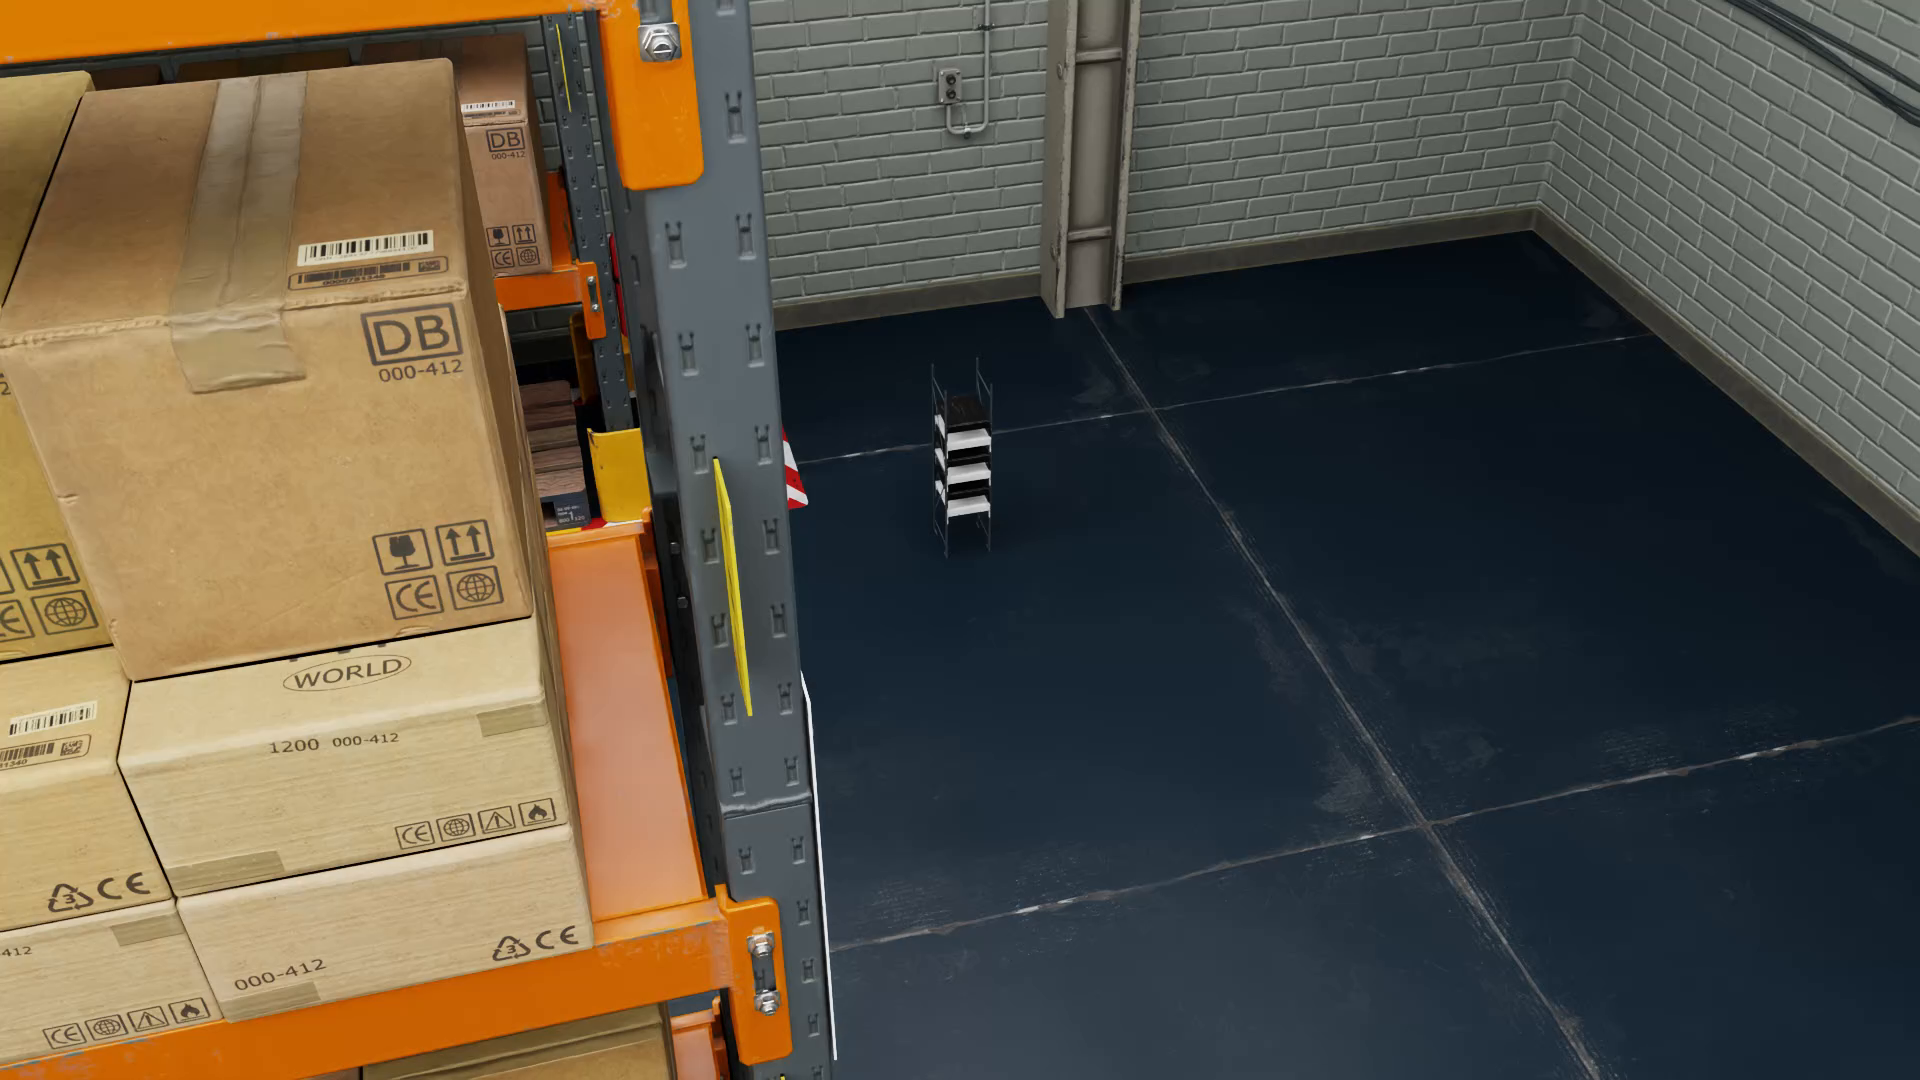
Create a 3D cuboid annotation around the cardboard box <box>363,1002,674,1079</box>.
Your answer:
[{"bbox_3d":[-0.756,1.071,2.976,0.500,0.500,0.500,-10,38,-12],"label":"cardboard box"}]

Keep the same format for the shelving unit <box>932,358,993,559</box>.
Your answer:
[{"bbox_3d":[0.008,-0.359,7.478,0.210,0.900,0.258,-9,38,-12],"label":"shelving unit"}]

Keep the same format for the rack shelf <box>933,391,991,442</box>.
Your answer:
[{"bbox_3d":[0.008,-0.547,7.334,0.200,0.077,0.258,-9,38,-12],"label":"rack shelf"}]

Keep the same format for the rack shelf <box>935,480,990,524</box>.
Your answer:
[{"bbox_3d":[0.008,-0.189,7.608,0.200,0.077,0.258,-9,38,-12],"label":"rack shelf"}]

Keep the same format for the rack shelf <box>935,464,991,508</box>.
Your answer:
[{"bbox_3d":[0.008,-0.261,7.553,0.200,0.077,0.258,-9,38,-12],"label":"rack shelf"}]

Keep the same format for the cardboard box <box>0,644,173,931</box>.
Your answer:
[{"bbox_3d":[-1.310,0.256,2.189,0.500,0.250,0.500,-9,38,-12],"label":"cardboard box"}]

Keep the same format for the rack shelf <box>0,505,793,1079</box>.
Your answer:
[{"bbox_3d":[-2.329,0.687,2.506,4.000,0.370,1.077,-9,38,-12],"label":"rack shelf"}]

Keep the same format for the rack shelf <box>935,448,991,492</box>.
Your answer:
[{"bbox_3d":[0.008,-0.332,7.499,0.200,0.077,0.258,-9,38,-12],"label":"rack shelf"}]

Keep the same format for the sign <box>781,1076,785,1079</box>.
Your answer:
[{"bbox_3d":[-0.273,1.020,2.735,0.005,0.325,0.100,-9,38,-12],"label":"sign"}]

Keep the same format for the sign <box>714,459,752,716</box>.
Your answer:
[{"bbox_3d":[-0.273,0.062,2.003,0.005,0.325,0.100,-9,38,-12],"label":"sign"}]

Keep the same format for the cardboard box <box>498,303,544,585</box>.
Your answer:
[{"bbox_3d":[-0.962,-0.125,2.688,0.500,0.250,0.500,-9,38,-12],"label":"cardboard box"}]

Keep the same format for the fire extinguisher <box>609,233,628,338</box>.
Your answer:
[{"bbox_3d":[-1.427,-1.203,7.225,0.183,0.674,0.296,-9,38,-12],"label":"fire extinguisher"}]

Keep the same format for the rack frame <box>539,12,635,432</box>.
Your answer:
[{"bbox_3d":[-1.693,-1.629,7.410,0.127,3.000,1.000,-9,38,-12],"label":"rack frame"}]

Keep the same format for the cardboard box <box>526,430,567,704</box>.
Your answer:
[{"bbox_3d":[-0.960,0.077,2.835,0.500,0.250,0.500,-9,38,-12],"label":"cardboard box"}]

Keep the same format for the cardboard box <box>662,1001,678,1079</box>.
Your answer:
[{"bbox_3d":[-0.895,1.152,3.693,0.500,0.500,0.500,-9,38,-11],"label":"cardboard box"}]

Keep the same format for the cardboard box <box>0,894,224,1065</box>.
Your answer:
[{"bbox_3d":[-1.311,0.453,2.343,0.500,0.250,0.500,-9,38,-12],"label":"cardboard box"}]

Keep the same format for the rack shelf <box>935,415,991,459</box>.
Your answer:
[{"bbox_3d":[0.008,-0.475,7.389,0.200,0.077,0.258,-9,38,-12],"label":"rack shelf"}]

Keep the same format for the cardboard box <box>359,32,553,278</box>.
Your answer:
[{"bbox_3d":[-2.183,-1.661,7.206,0.700,0.700,0.980,-8,38,-10],"label":"cardboard box"}]

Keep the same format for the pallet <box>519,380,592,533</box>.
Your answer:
[{"bbox_3d":[-2.445,-0.349,8.032,1.213,0.211,1.003,-9,38,-12],"label":"pallet"}]

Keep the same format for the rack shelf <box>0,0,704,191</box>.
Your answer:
[{"bbox_3d":[-2.329,-0.503,1.595,4.000,0.370,1.077,-9,38,-12],"label":"rack shelf"}]

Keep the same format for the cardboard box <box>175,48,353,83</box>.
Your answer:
[{"bbox_3d":[-2.883,-1.539,7.047,0.700,0.700,0.980,-10,38,-12],"label":"cardboard box"}]

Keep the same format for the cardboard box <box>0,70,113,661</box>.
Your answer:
[{"bbox_3d":[-1.395,-0.231,2.210,0.500,0.500,0.700,-9,38,-12],"label":"cardboard box"}]

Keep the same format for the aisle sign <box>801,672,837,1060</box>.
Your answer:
[{"bbox_3d":[-0.252,0.413,2.602,0.004,0.787,0.394,-9,38,-12],"label":"aisle sign"}]

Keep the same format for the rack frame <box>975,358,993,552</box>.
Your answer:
[{"bbox_3d":[0.106,-0.375,7.499,0.006,0.900,0.240,-9,38,-12],"label":"rack frame"}]

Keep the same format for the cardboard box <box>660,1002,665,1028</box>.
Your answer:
[{"bbox_3d":[-0.895,0.755,3.389,0.500,0.500,0.500,-8,38,-11],"label":"cardboard box"}]

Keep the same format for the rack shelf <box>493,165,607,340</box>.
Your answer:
[{"bbox_3d":[-3.624,-1.026,7.215,4.000,0.370,1.077,-9,38,-12],"label":"rack shelf"}]

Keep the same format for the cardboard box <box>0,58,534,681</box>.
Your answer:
[{"bbox_3d":[-0.890,-0.261,2.248,0.500,0.500,0.700,-9,38,-12],"label":"cardboard box"}]

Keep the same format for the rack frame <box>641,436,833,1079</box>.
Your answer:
[{"bbox_3d":[-0.398,1.276,3.613,0.127,3.000,1.000,-9,38,-12],"label":"rack frame"}]

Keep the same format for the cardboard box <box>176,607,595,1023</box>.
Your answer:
[{"bbox_3d":[-0.825,0.381,2.438,0.500,0.250,0.500,-9,38,-12],"label":"cardboard box"}]

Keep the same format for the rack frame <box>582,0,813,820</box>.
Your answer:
[{"bbox_3d":[-0.398,-1.106,1.790,0.127,3.000,1.000,-9,38,-12],"label":"rack frame"}]

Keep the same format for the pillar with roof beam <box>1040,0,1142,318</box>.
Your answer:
[{"bbox_3d":[1.810,-2.421,3.509,0.400,9.000,9.100,-9,38,-12],"label":"pillar with roof beam"}]

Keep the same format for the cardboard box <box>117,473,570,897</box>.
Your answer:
[{"bbox_3d":[-0.828,0.177,2.293,0.500,0.250,0.500,-9,38,-12],"label":"cardboard box"}]

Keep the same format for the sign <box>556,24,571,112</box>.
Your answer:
[{"bbox_3d":[-1.565,-1.862,6.568,0.005,0.325,0.100,-9,38,-12],"label":"sign"}]

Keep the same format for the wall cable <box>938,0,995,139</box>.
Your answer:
[{"bbox_3d":[-0.704,-2.790,8.092,1.851,1.984,0.084,-9,38,-12],"label":"wall cable"}]

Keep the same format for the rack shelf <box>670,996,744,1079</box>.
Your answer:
[{"bbox_3d":[-2.329,1.879,3.417,4.000,0.370,1.077,-9,38,-12],"label":"rack shelf"}]

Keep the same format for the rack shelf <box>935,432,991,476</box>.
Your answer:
[{"bbox_3d":[0.008,-0.404,7.444,0.200,0.077,0.258,-9,38,-12],"label":"rack shelf"}]

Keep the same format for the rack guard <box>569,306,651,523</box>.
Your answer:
[{"bbox_3d":[-1.670,-0.640,8.175,0.348,0.500,1.175,-9,38,-12],"label":"rack guard"}]

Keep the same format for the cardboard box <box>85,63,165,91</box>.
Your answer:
[{"bbox_3d":[-3.621,-1.424,6.896,0.700,0.700,0.980,-11,39,-14],"label":"cardboard box"}]

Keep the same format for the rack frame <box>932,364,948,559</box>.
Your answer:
[{"bbox_3d":[-0.090,-0.343,7.457,0.006,0.900,0.240,-9,38,-12],"label":"rack frame"}]

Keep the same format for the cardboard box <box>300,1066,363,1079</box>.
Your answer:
[{"bbox_3d":[-1.244,1.152,2.870,0.500,0.500,0.500,-8,38,-11],"label":"cardboard box"}]
